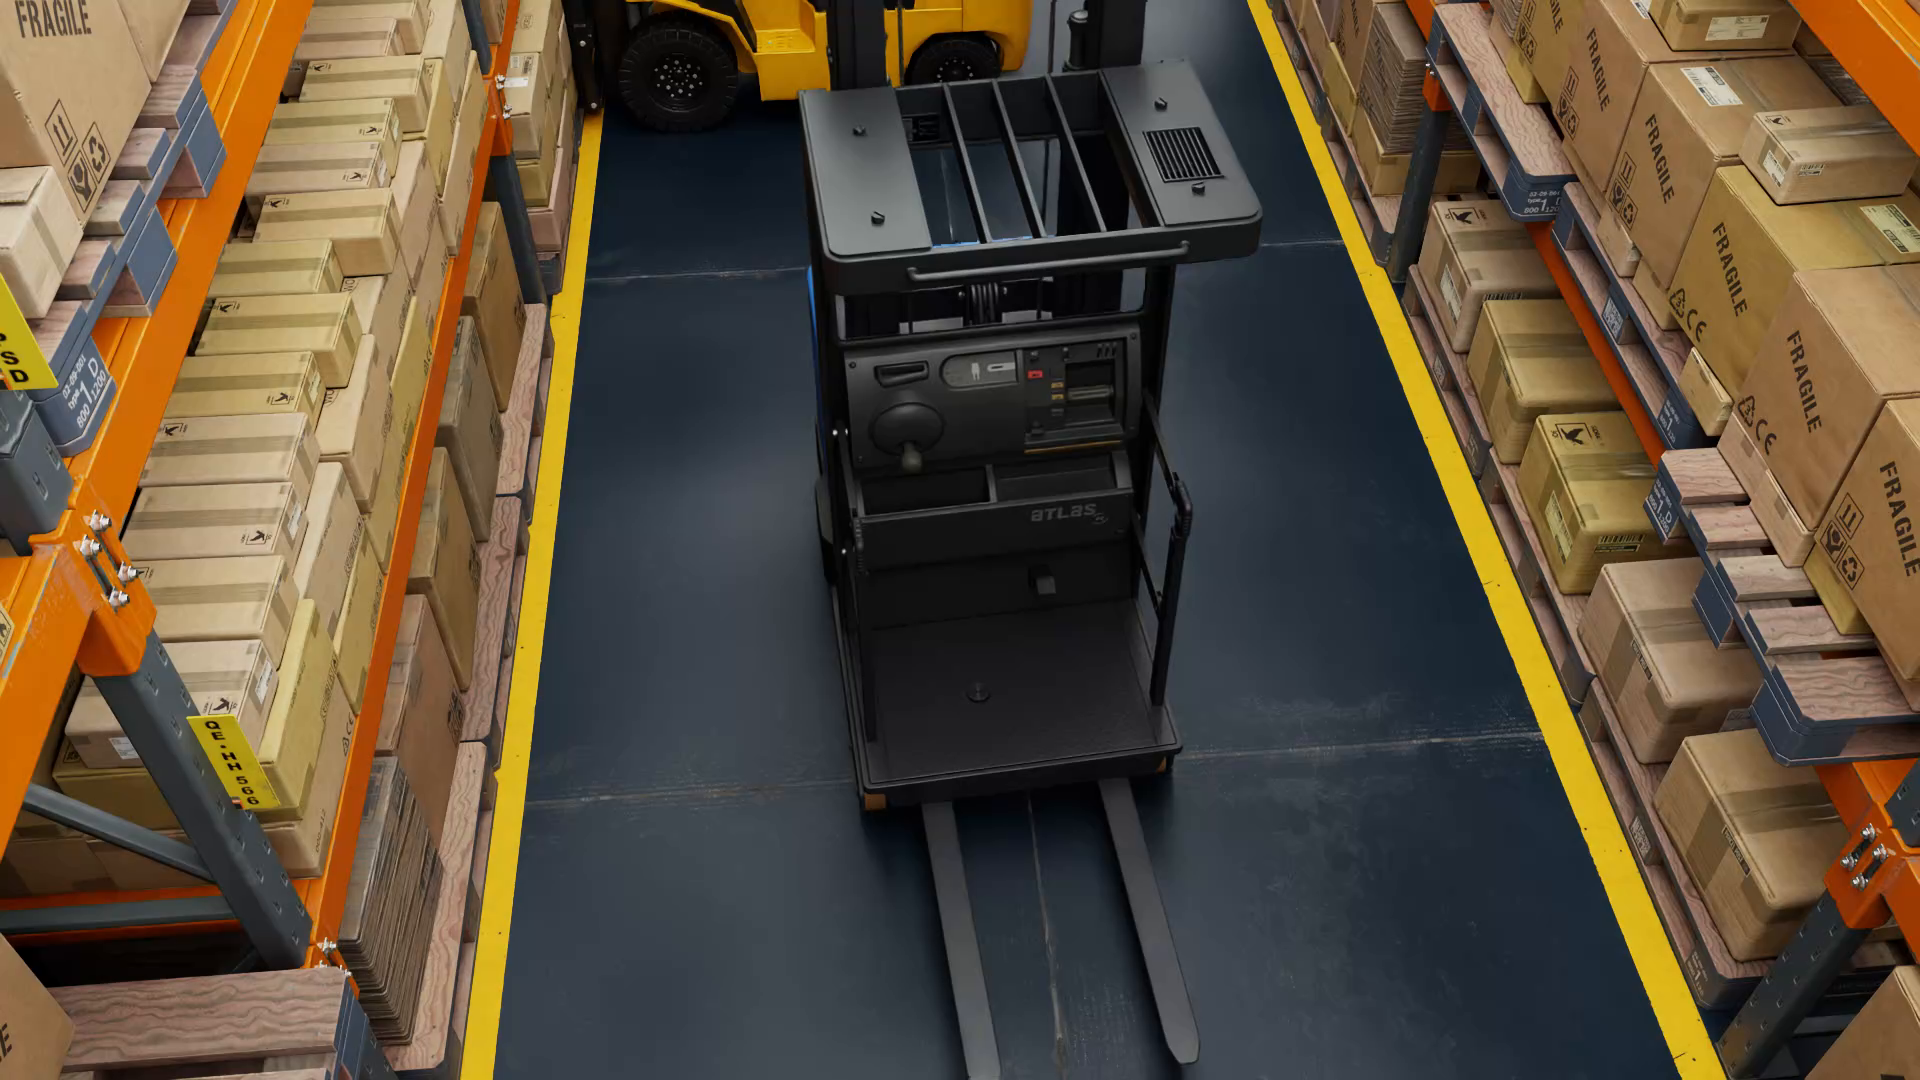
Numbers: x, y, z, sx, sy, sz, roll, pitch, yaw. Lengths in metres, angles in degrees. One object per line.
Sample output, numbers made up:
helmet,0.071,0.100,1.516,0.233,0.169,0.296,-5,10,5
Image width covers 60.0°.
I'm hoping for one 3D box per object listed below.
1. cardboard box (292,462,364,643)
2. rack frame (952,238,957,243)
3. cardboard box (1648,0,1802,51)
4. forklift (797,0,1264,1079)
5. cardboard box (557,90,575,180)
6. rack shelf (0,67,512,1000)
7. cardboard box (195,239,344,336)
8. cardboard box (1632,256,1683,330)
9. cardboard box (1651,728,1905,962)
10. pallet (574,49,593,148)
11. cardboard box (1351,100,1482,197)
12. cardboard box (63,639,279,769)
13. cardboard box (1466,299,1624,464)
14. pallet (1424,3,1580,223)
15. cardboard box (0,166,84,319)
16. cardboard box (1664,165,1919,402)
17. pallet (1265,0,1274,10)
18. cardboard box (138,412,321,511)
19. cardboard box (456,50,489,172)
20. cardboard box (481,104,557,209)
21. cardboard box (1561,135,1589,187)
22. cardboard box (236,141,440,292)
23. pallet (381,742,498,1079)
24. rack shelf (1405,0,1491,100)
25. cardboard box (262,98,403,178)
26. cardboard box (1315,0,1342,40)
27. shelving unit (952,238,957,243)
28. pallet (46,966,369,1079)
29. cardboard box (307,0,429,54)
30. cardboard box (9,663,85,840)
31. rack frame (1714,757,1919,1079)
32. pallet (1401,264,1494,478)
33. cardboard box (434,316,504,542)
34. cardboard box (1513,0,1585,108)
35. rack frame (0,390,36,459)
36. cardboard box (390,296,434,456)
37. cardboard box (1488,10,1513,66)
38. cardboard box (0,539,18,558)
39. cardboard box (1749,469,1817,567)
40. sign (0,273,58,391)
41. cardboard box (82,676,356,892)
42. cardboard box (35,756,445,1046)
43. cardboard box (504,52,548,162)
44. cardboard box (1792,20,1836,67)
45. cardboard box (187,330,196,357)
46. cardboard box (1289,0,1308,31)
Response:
cardboard box,-1.901,0.062,4.384,0.500,0.250,0.500,-2,47,-2
rack frame,-0.130,-0.884,6.967,0.240,0.900,0.006,-7,47,-6
cardboard box,2.425,-1.680,5.266,0.380,0.149,0.250,-1,47,-1
forklift,0.145,-0.344,5.057,1.130,2.935,3.031,-7,47,-6
cardboard box,-2.170,-1.949,8.134,0.500,0.250,0.500,-4,47,-4
rack shelf,-2.234,-0.319,5.482,1.077,0.370,4.000,-3,47,-3
cardboard box,-2.037,-0.741,4.870,0.380,0.149,0.250,-3,47,-3
cardboard box,2.409,-0.821,5.345,0.380,0.149,0.250,-5,47,-5
cardboard box,2.842,0.926,5.328,0.950,0.372,0.625,-6,47,-6
pallet,-2.532,-2.517,8.989,1.003,0.211,1.213,-3,47,-3
cardboard box,2.227,-1.928,8.115,0.500,0.250,0.500,-2,47,-1
cardboard box,-1.800,0.375,3.814,0.380,0.149,0.250,-2,47,-2
cardboard box,2.654,-0.659,6.829,0.950,0.372,0.625,-1,47,-1
pallet,2.463,-1.690,6.417,1.003,0.211,1.213,-3,47,-3
cardboard box,-1.793,-0.520,2.913,0.380,0.166,0.250,-4,47,-3
cardboard box,2.466,-0.755,4.836,0.500,0.500,0.500,-6,47,-6
pallet,2.249,-3.608,10.022,1.003,0.211,1.213,-3,47,-3
cardboard box,-1.905,-0.191,4.349,0.380,0.149,0.250,-3,47,-3
cardboard box,-2.099,-1.613,6.315,0.500,0.250,0.500,-3,47,-2
cardboard box,-2.135,-1.753,7.604,0.500,0.250,0.500,-4,47,-3
cardboard box,2.368,-1.386,5.881,0.380,0.149,0.250,-3,47,-3
cardboard box,-2.019,-1.052,5.439,0.500,0.250,0.500,-3,47,-3
pallet,-2.097,1.242,5.429,1.003,0.211,1.213,-3,47,-3
rack shelf,2.377,-3.517,8.511,1.077,0.370,4.000,-3,47,-3
cardboard box,-2.031,-1.296,5.396,0.380,0.149,0.250,-4,47,-4
cardboard box,2.139,-2.923,8.541,0.500,0.500,0.500,-1,47,-1
shelving unit,-0.114,-0.811,6.898,0.258,0.900,0.210,-7,47,-6
pallet,-1.940,1.433,3.459,1.213,0.211,1.003,-3,47,-3
cardboard box,-2.112,-1.851,5.922,0.380,0.149,0.250,-4,47,-4
cardboard box,-2.381,0.452,4.015,0.500,0.250,0.500,-3,47,-2
rack frame,2.879,0.576,4.138,1.000,3.000,0.127,-3,47,-3
pallet,2.611,-0.796,7.358,1.003,0.211,1.213,-3,47,-3
cardboard box,-2.289,-0.402,6.412,0.875,0.625,0.625,-4,47,-4
cardboard box,2.340,-1.880,5.901,0.500,0.500,0.500,-3,47,-3
rack frame,-2.067,-1.182,1.672,1.000,3.000,0.127,-3,47,-3
cardboard box,-1.989,-0.515,5.276,0.500,0.250,0.500,-2,47,-2
cardboard box,2.276,-1.957,6.421,0.380,0.149,0.250,-3,47,-3
cardboard box,-2.390,0.027,4.143,0.380,0.149,0.250,-4,47,-3
cardboard box,2.457,-0.074,4.638,0.380,0.149,0.250,-4,47,-4
sign,-1.526,-0.360,2.603,0.100,0.325,0.005,-3,47,-3
cardboard box,-1.860,0.596,4.223,0.500,0.250,0.500,-3,47,-3
cardboard box,-2.105,1.101,4.988,0.875,0.625,0.625,-2,47,-2
cardboard box,-2.129,-1.925,7.423,0.500,0.250,0.500,-4,47,-4
cardboard box,2.892,-1.546,5.585,0.500,0.500,0.500,-2,47,-2
cardboard box,-2.500,-0.645,5.054,0.500,0.250,0.500,-4,47,-4
cardboard box,2.095,-3.046,9.174,0.500,0.250,0.500,-1,47,-1
